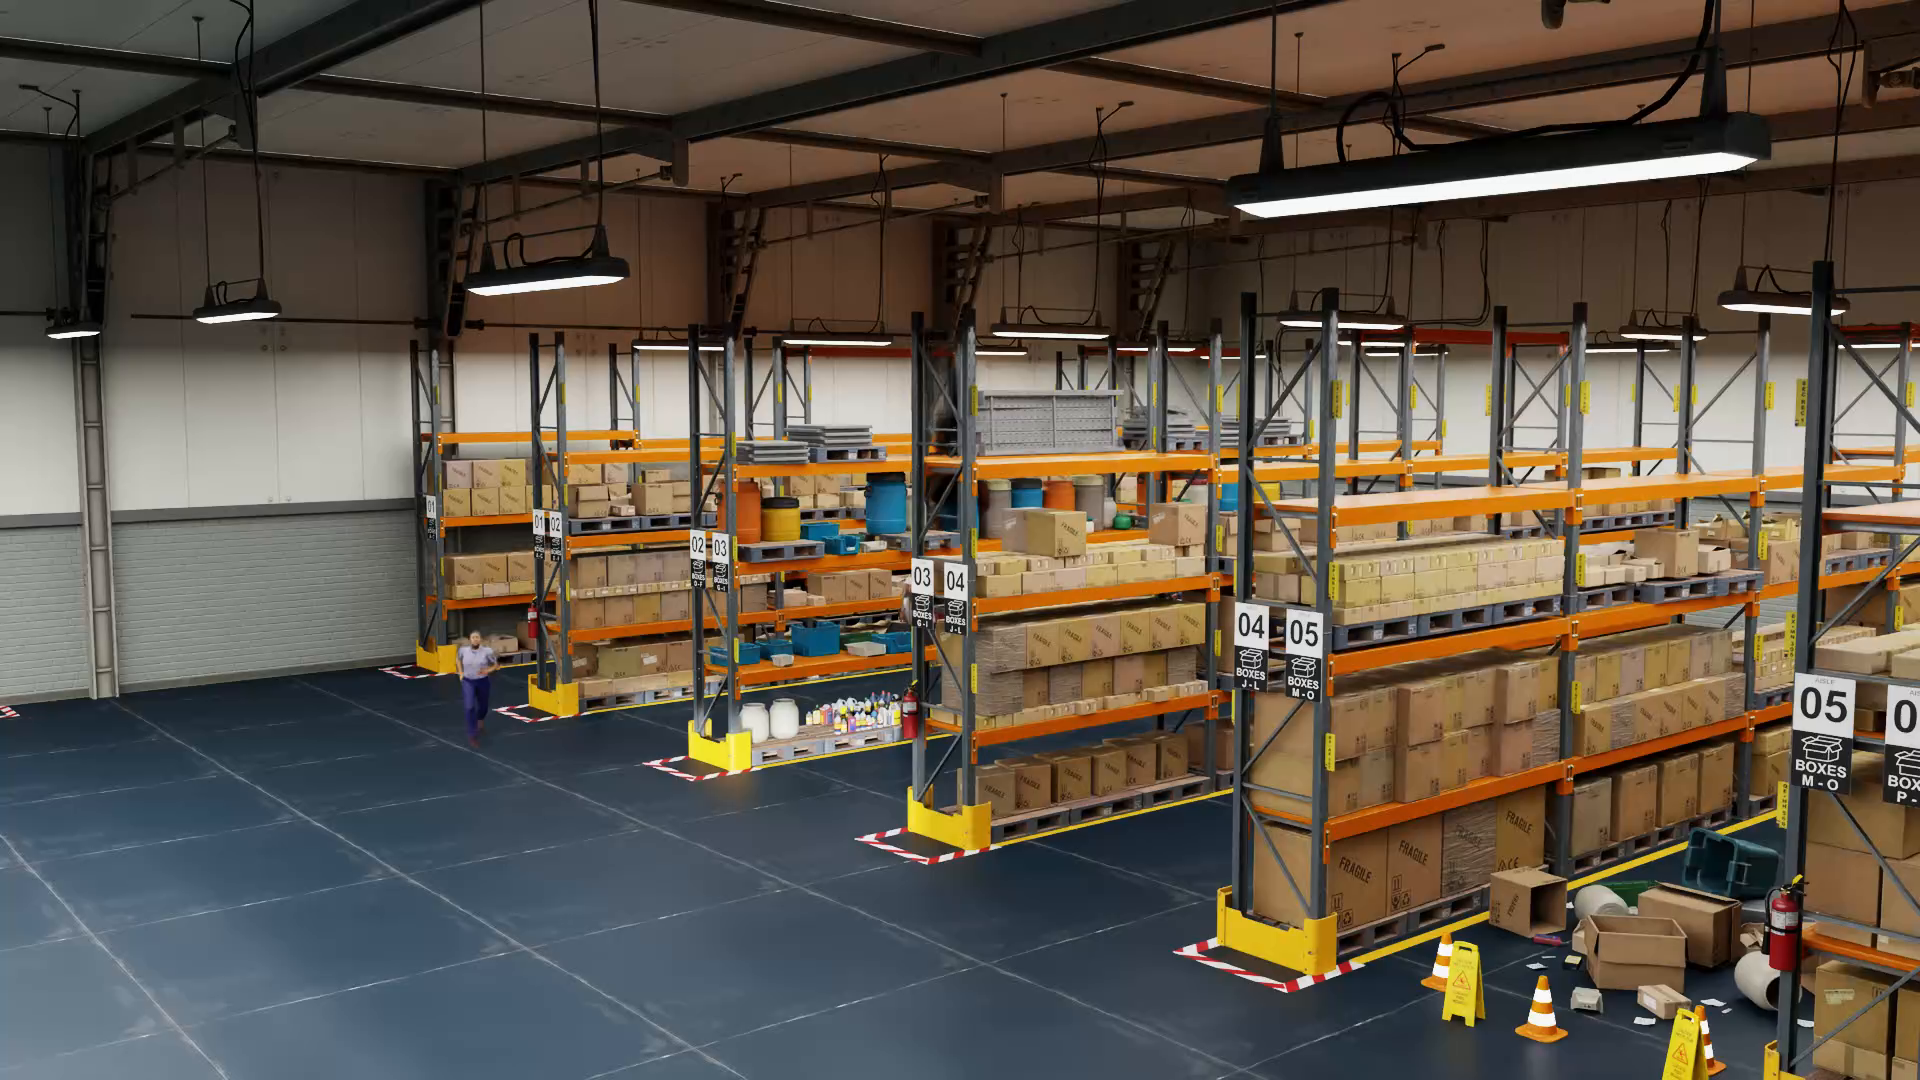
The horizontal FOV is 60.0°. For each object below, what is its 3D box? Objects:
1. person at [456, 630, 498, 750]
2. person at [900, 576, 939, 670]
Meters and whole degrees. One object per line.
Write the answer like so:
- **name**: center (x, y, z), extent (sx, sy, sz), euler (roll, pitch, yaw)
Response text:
- **person**: center (-6.996, 2.137, 24.132), extent (0.572, 1.686, 1.042), euler (-2, 6, -21)
- **person**: center (-0.706, 1.452, 27.944), extent (0.649, 1.714, 0.725), euler (5, 7, 45)
